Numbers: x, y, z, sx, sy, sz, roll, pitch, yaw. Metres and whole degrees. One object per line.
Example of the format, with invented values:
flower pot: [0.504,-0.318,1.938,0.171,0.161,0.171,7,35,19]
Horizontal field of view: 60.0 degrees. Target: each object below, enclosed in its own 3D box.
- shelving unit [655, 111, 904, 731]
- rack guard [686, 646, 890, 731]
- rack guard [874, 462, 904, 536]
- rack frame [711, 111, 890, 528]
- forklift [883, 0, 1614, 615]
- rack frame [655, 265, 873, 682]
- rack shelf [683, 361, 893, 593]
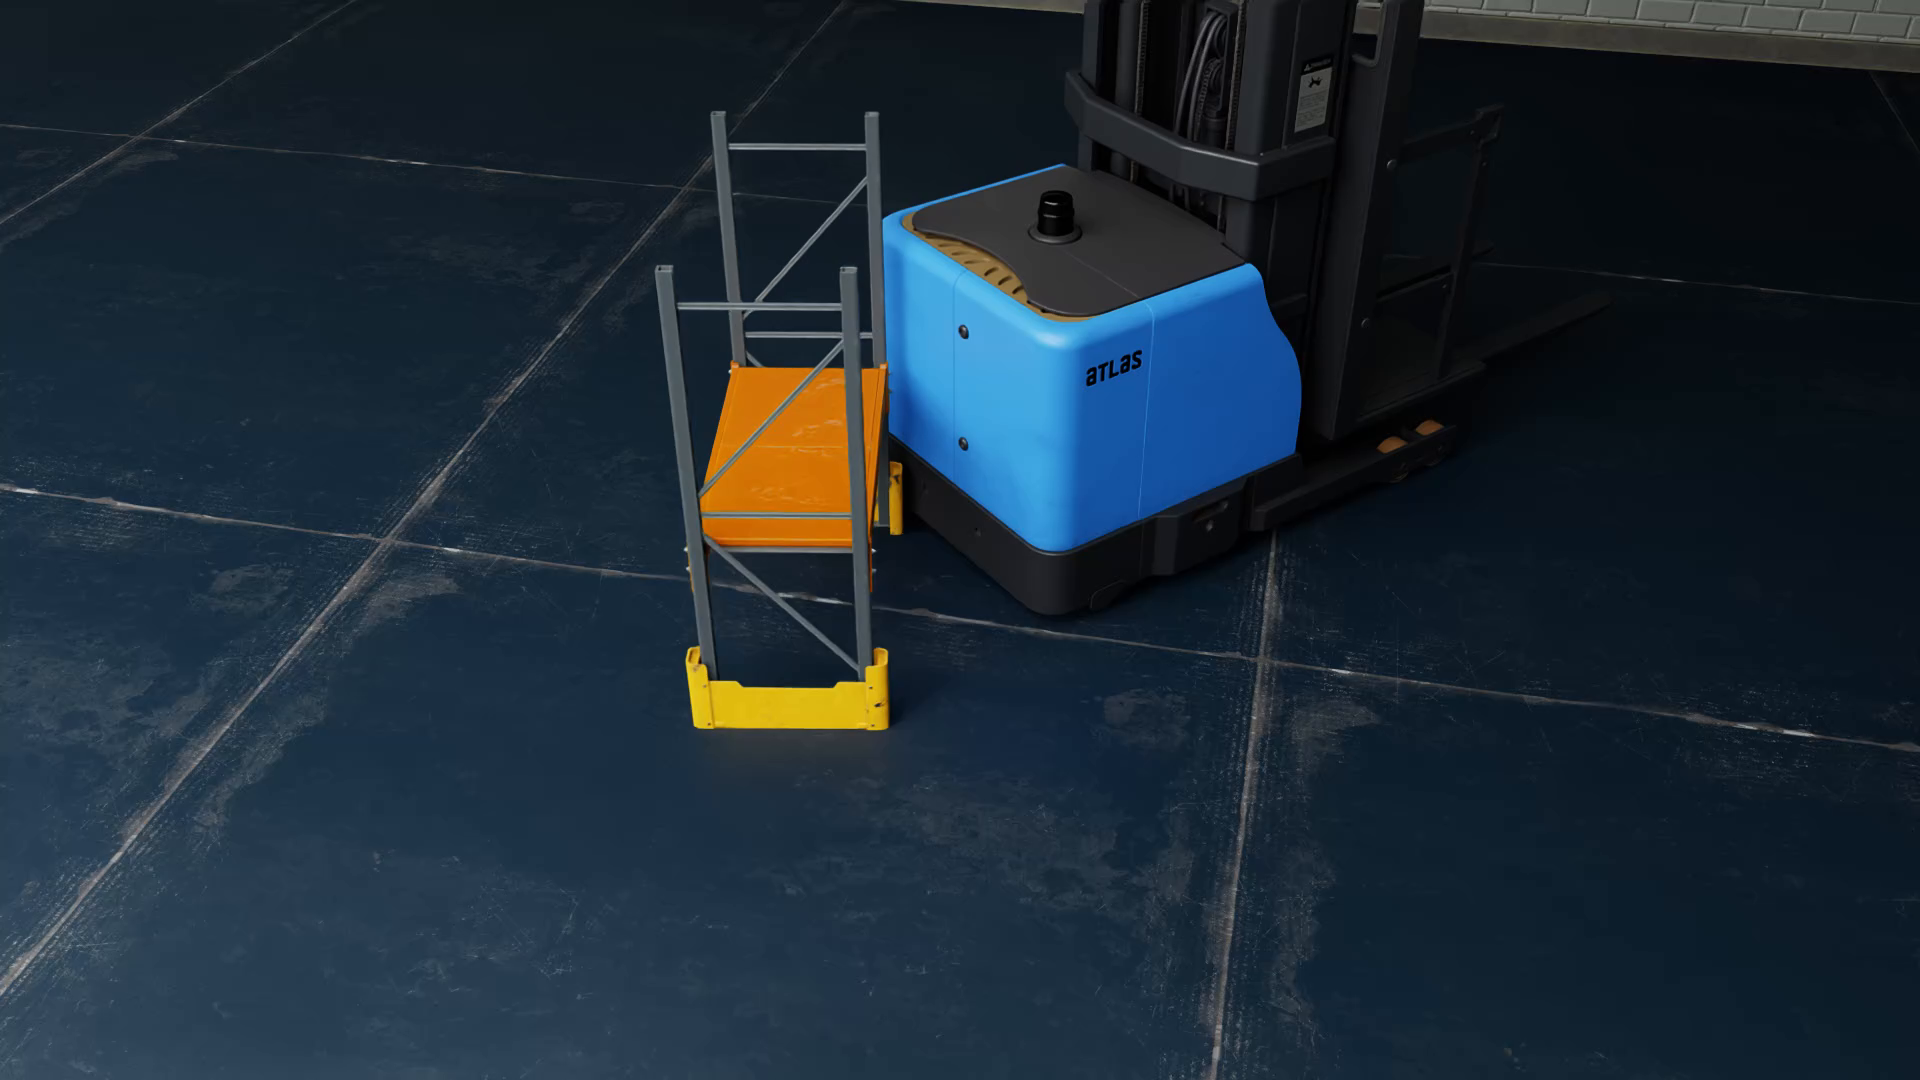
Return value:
shelving unit: [-0.498,-0.357,4.965,0.587,1.500,1.083,0,36,1]
rack guard: [-0.505,0.441,4.929,0.587,0.250,0.087,0,36,1]
rack guard: [-0.491,-0.144,5.735,0.587,0.250,0.087,0,36,1]
rack frame: [-0.490,-0.661,5.384,0.500,1.500,0.032,0,36,1]
forklift: [1.210,-1.626,5.497,3.031,2.935,1.130,-22,42,-28]
rack frame: [-0.505,-0.064,4.561,0.500,1.500,0.032,0,36,1]
rack shelf: [-0.498,-0.217,5.078,0.538,0.185,1.000,0,36,1]
